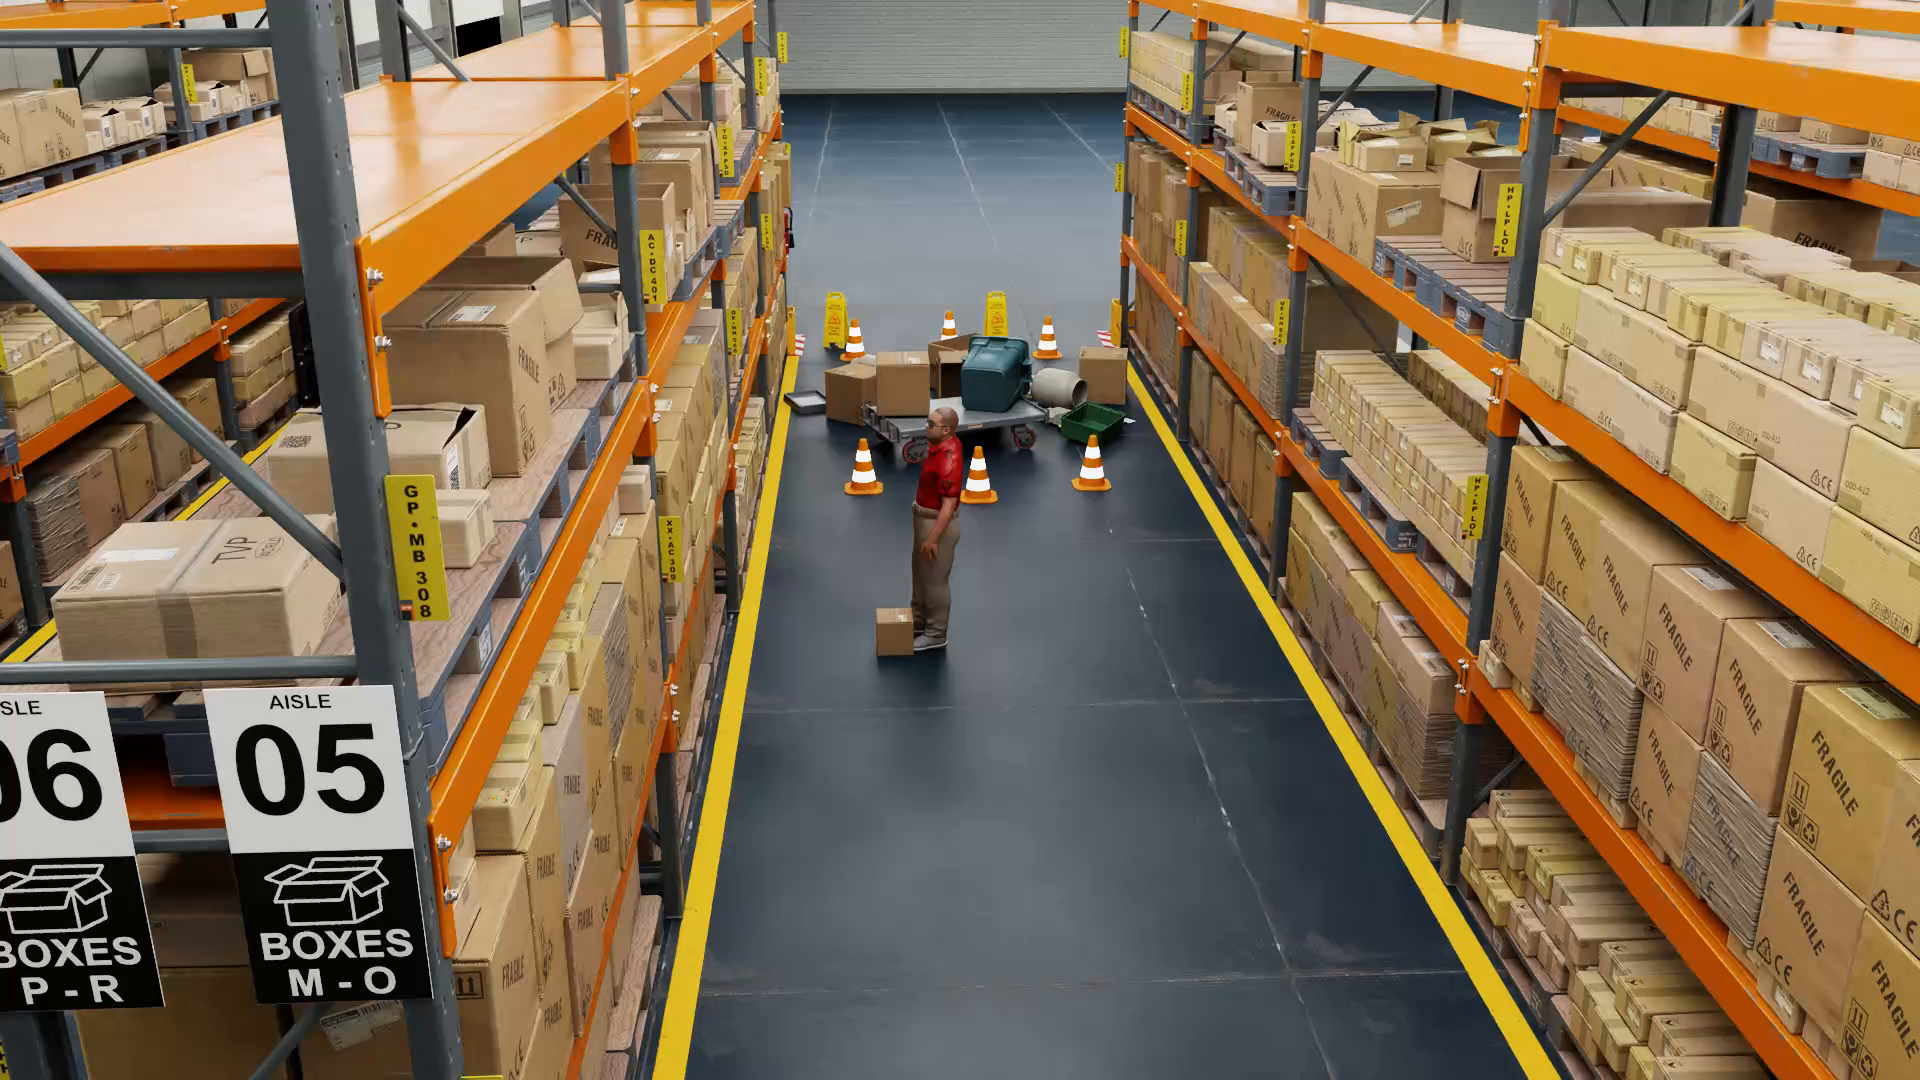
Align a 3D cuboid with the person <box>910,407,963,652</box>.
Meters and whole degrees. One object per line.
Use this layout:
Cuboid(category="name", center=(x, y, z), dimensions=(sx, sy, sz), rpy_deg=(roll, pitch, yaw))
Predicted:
Cuboid(category="person", center=(-0.251, -0.080, 11.292), dimensions=(0.551, 1.727, 0.640), rpy_deg=(-1, 20, -3))
